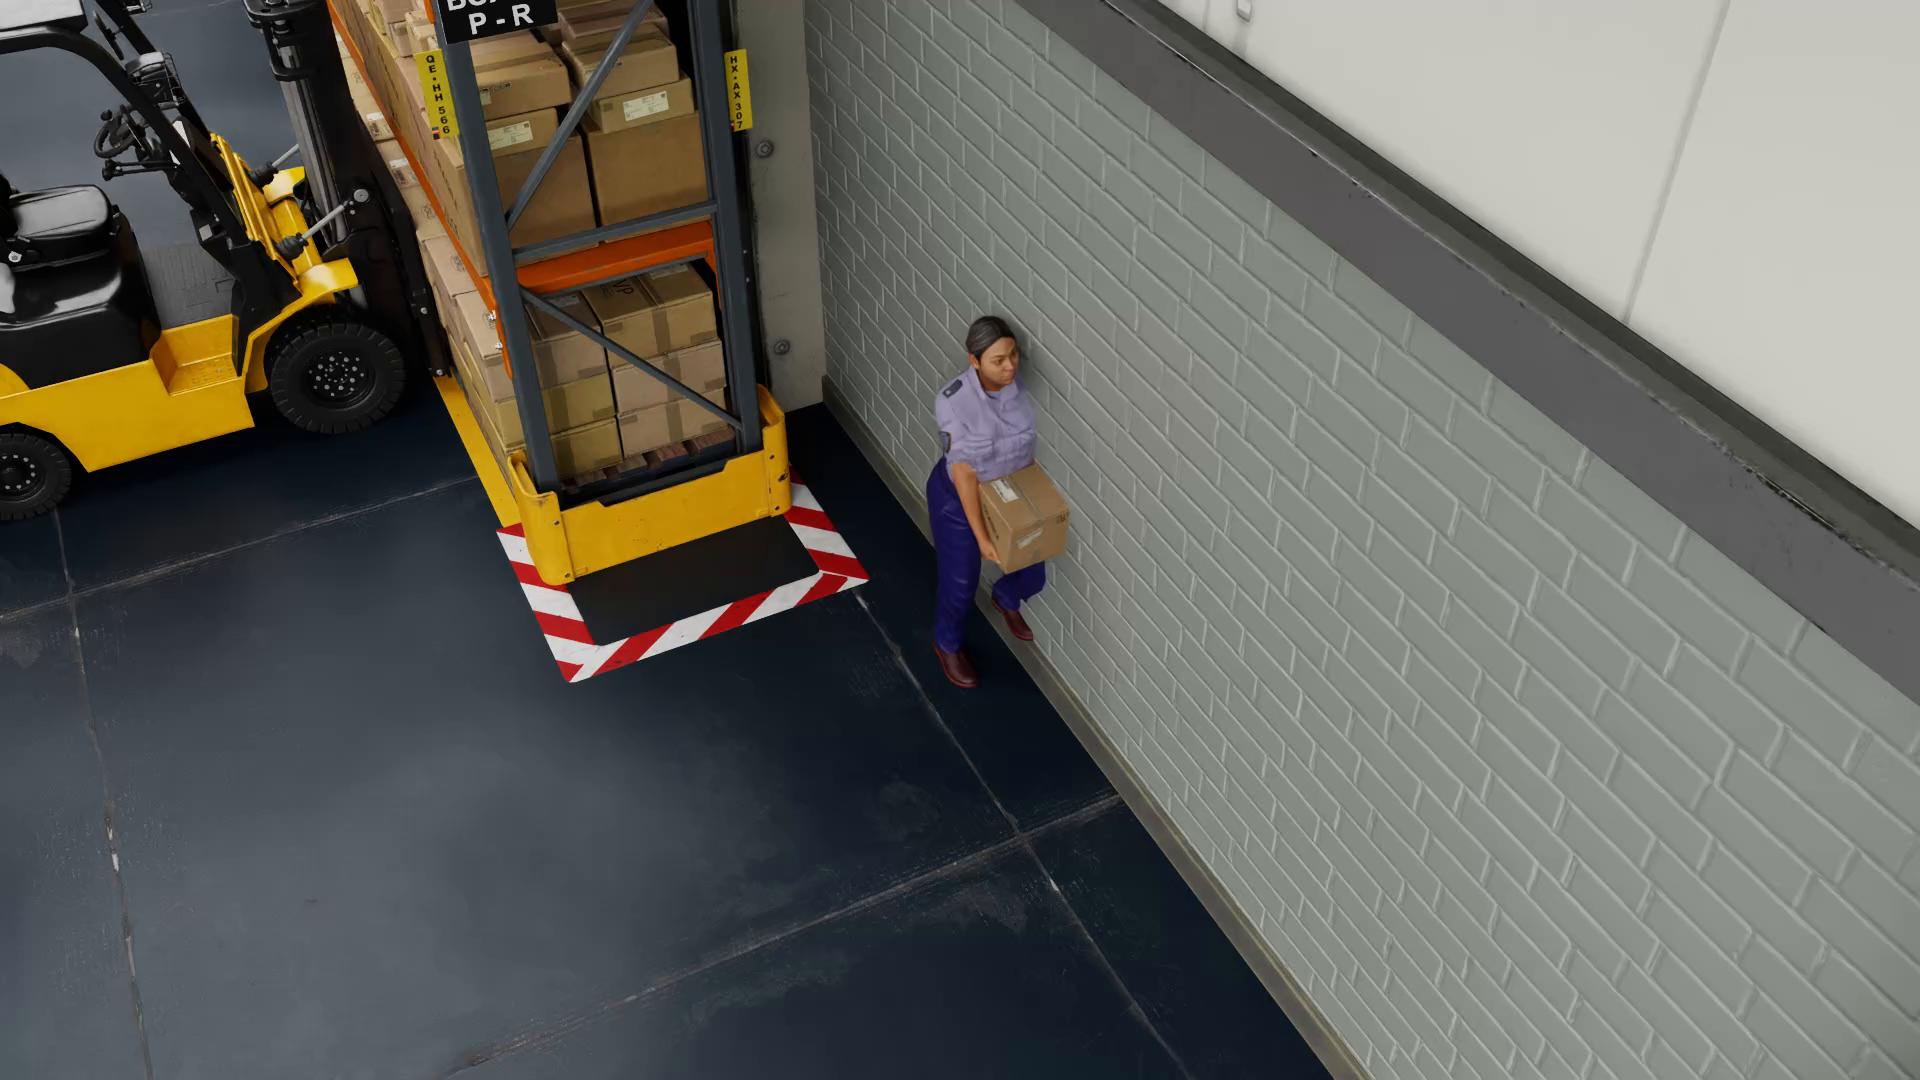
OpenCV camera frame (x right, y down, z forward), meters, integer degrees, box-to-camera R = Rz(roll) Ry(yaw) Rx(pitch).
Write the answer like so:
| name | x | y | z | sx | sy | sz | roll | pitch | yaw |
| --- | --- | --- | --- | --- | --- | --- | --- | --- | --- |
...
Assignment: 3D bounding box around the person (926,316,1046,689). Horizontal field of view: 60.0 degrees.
| name | x | y | z | sx | sy | sz | roll | pitch | yaw |
| --- | --- | --- | --- | --- | --- | --- | --- | --- | --- |
| person | 0.150 | -0.111 | 6.311 | 0.458 | 1.637 | 0.539 | -20 | 45 | -21 |
